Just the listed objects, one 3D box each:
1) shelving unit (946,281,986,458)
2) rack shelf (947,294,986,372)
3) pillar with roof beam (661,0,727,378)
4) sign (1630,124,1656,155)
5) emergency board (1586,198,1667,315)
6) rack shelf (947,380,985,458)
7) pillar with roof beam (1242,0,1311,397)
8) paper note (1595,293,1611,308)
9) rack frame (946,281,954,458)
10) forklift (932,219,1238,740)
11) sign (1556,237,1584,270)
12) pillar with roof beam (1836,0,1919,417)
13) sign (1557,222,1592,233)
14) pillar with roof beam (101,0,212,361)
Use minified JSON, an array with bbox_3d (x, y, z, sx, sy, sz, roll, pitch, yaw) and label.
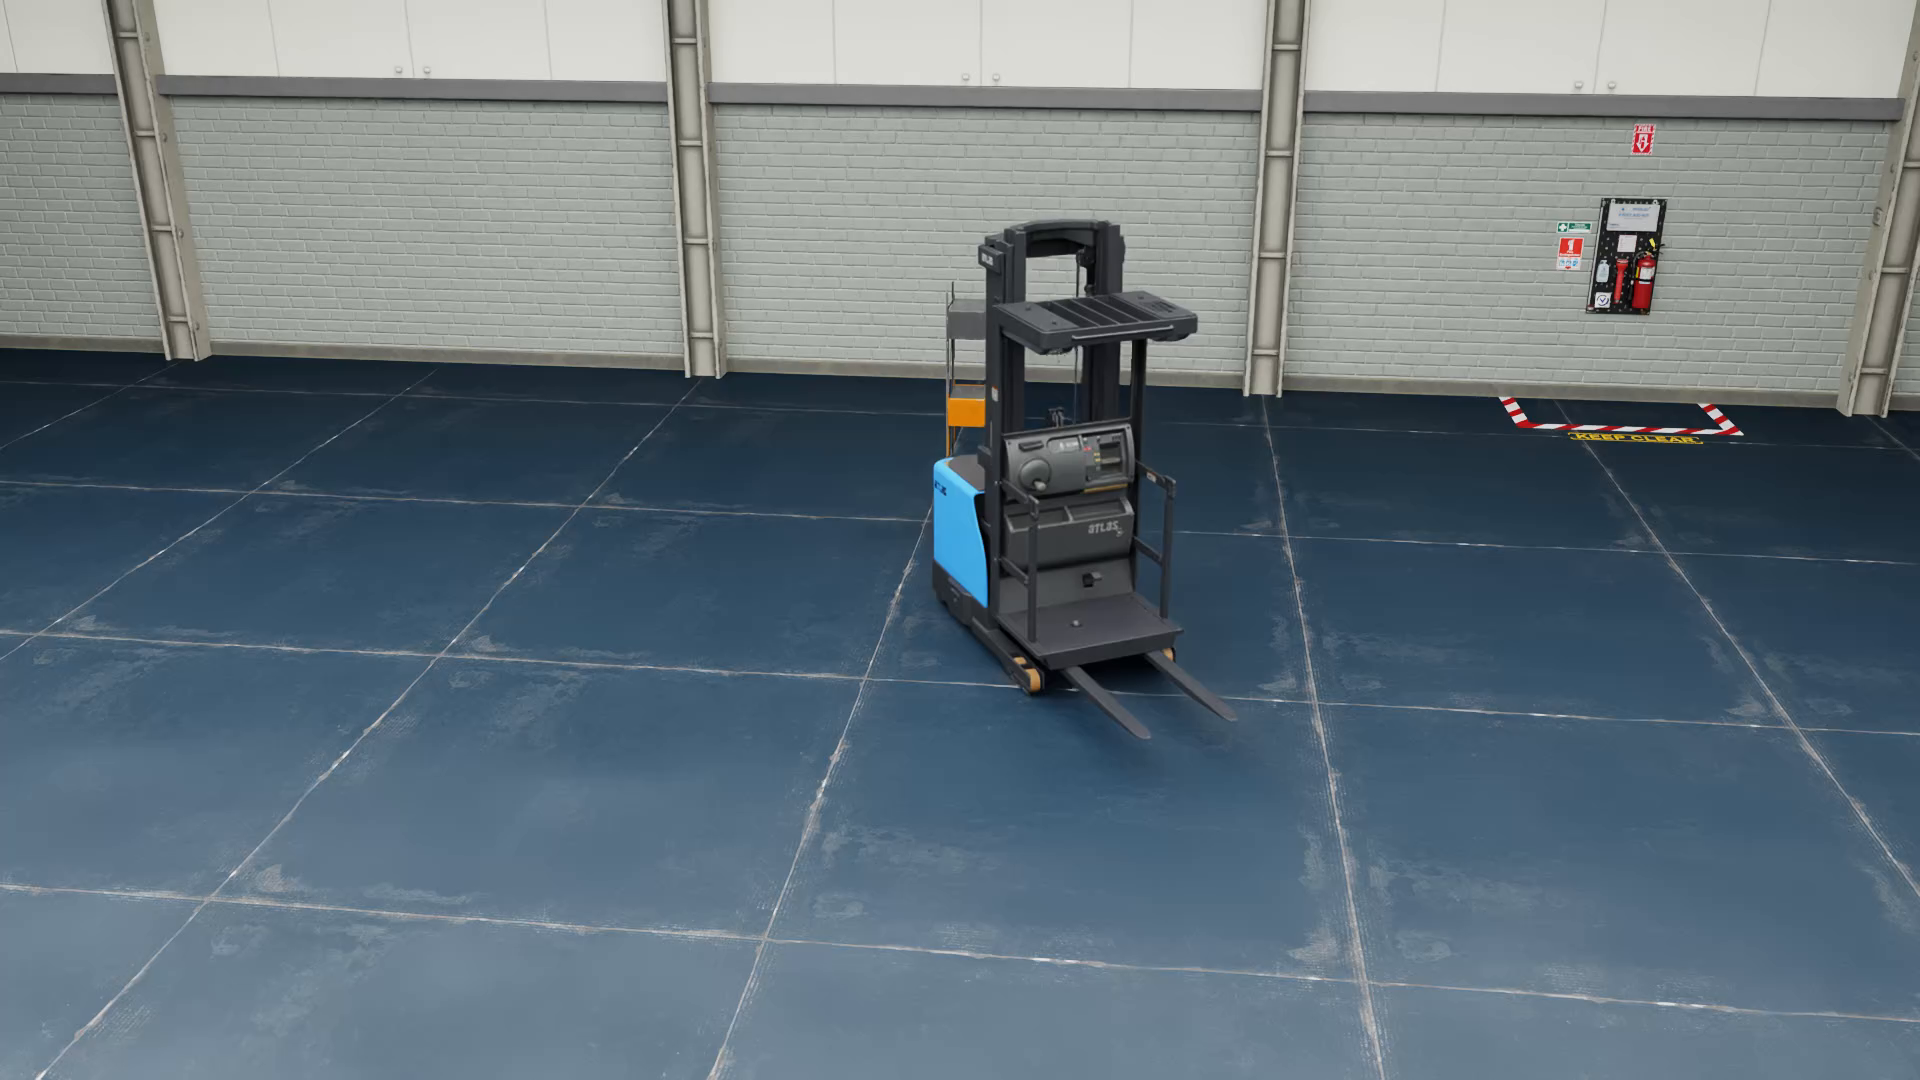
[{"bbox_3d":[0.164,-0.969,13.195,0.503,2.100,0.431,2,22,6],"label":"shelving unit"},{"bbox_3d":[0.164,-1.608,12.943,0.480,0.518,0.431,2,22,6],"label":"rack shelf"},{"bbox_3d":[-3.281,-4.429,12.562,0.400,9.000,9.100,2,22,6],"label":"pillar with roof beam"},{"bbox_3d":[6.697,-3.927,16.300,0.199,0.298,0.001,2,22,6],"label":"sign"},{"bbox_3d":[6.693,-2.812,16.633,0.643,1.169,0.194,2,22,6],"label":"emergency board"},{"bbox_3d":[0.164,-0.957,13.200,0.480,0.518,0.431,2,22,6],"label":"rack shelf"},{"bbox_3d":[2.678,-4.169,11.906,0.400,9.000,9.100,2,22,6],"label":"pillar with roof beam"},{"bbox_3d":[6.525,-2.436,16.878,0.142,0.148,0.016,2,22,6],"label":"paper note"},{"bbox_3d":[-0.078,-0.980,13.222,0.015,2.100,0.400,2,22,6],"label":"rack frame"},{"bbox_3d":[0.823,-0.522,10.934,1.130,2.935,3.031,-9,23,-21],"label":"forklift"},{"bbox_3d":[6.156,-2.891,16.782,0.234,0.329,0.001,2,22,6],"label":"sign"},{"bbox_3d":[8.636,-3.910,11.249,0.400,9.000,9.100,2,22,6],"label":"pillar with roof beam"},{"bbox_3d":[6.159,-3.134,16.676,0.331,0.109,0.001,2,22,6],"label":"sign"},{"bbox_3d":[-9.239,-4.688,13.219,0.400,9.000,9.100,2,22,6],"label":"pillar with roof beam"}]
